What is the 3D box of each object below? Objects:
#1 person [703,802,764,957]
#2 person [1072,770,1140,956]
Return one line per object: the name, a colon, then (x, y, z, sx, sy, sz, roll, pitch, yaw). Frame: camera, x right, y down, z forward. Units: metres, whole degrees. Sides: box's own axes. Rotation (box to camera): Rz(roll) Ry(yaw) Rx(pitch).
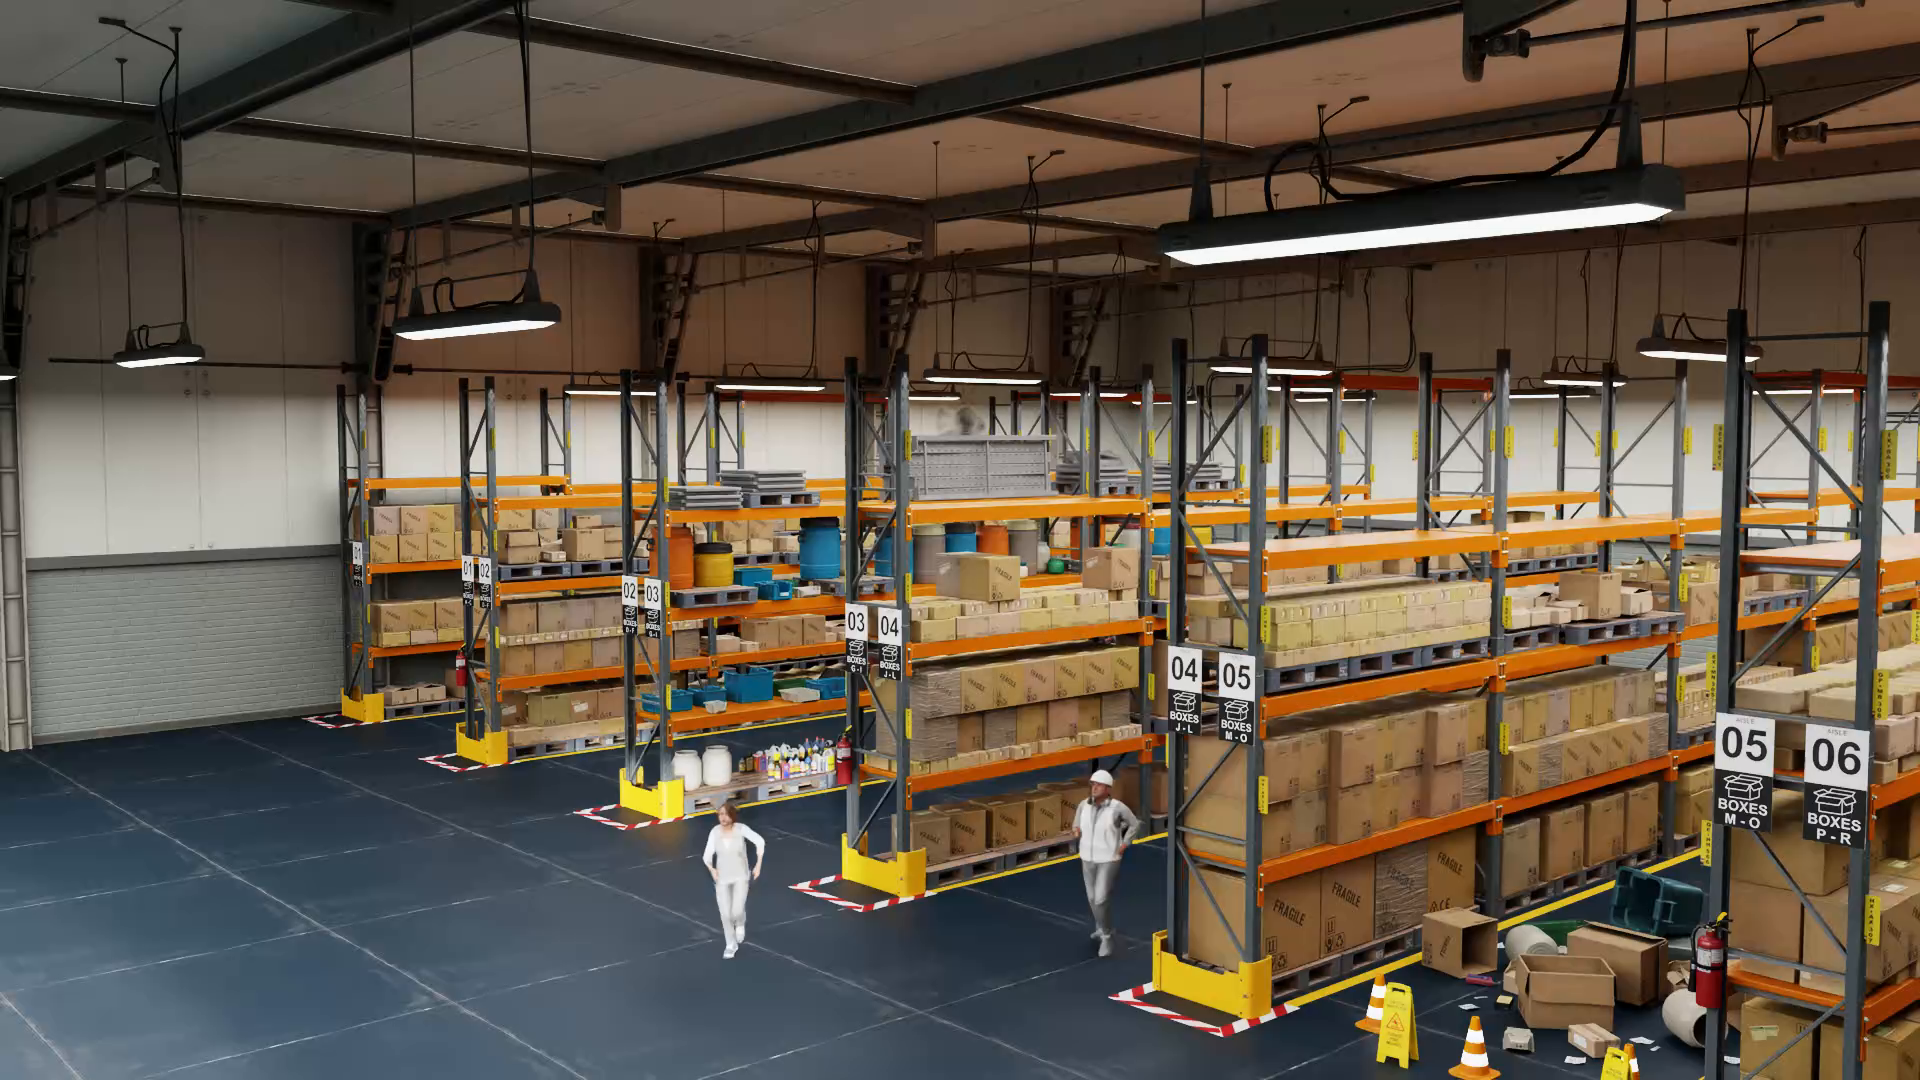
person: (-2.217, 3.327, 16.192, 0.567, 1.555, 0.630, 0, 4, 5)
person: (1.391, 3.209, 16.533, 0.657, 1.846, 0.667, 3, 5, 35)
